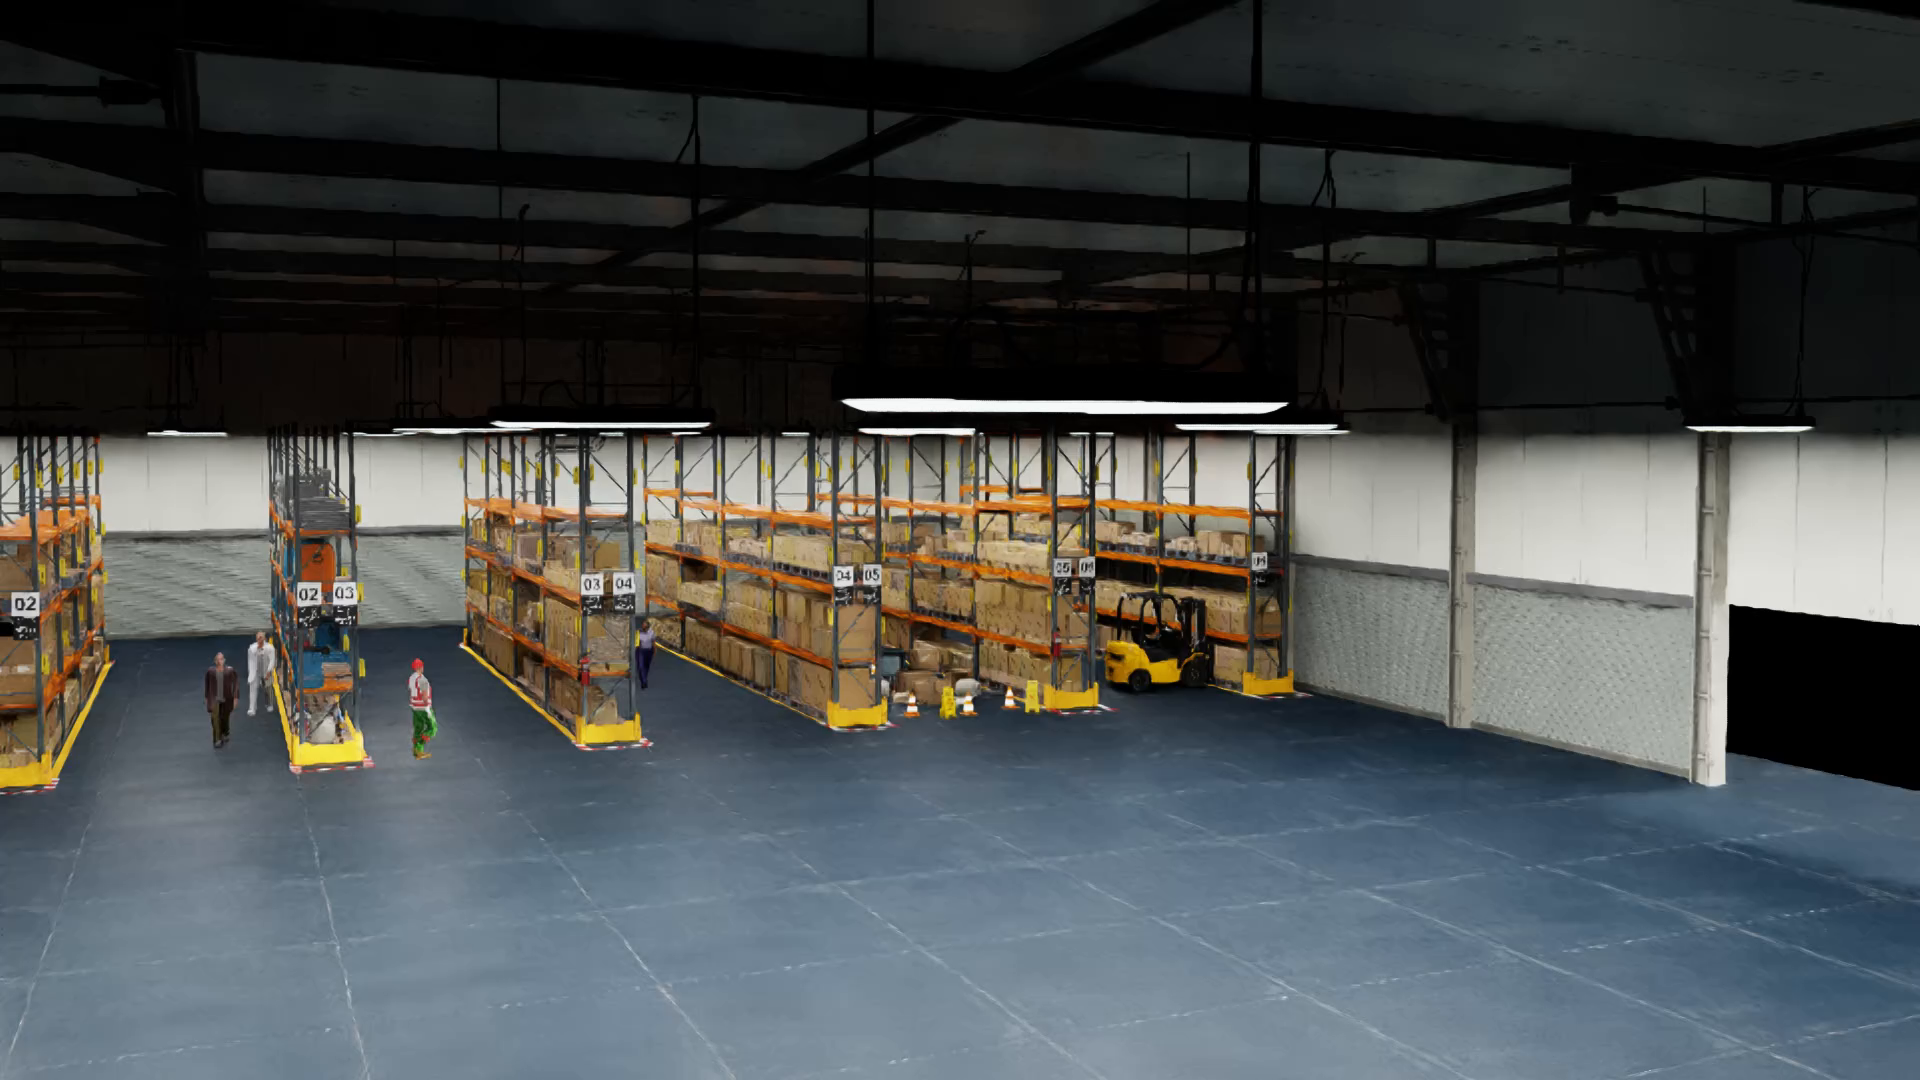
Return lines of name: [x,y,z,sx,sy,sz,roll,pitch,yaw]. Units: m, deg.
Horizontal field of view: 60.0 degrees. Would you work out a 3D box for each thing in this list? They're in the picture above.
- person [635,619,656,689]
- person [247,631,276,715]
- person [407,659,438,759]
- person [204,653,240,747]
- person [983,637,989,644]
person: [-7.242,2.598,38.280,0.492,1.572,1.051,-2,4,-25]
person: [-14.470,2.742,34.462,0.575,1.714,1.104,-1,4,-14]
person: [-9.640,3.013,29.685,0.598,1.786,0.444,3,5,41]
person: [-13.783,2.958,31.050,0.600,1.725,1.111,-2,4,-25]
person: [0.728,2.175,44.406,0.569,1.638,0.559,0,4,5]
